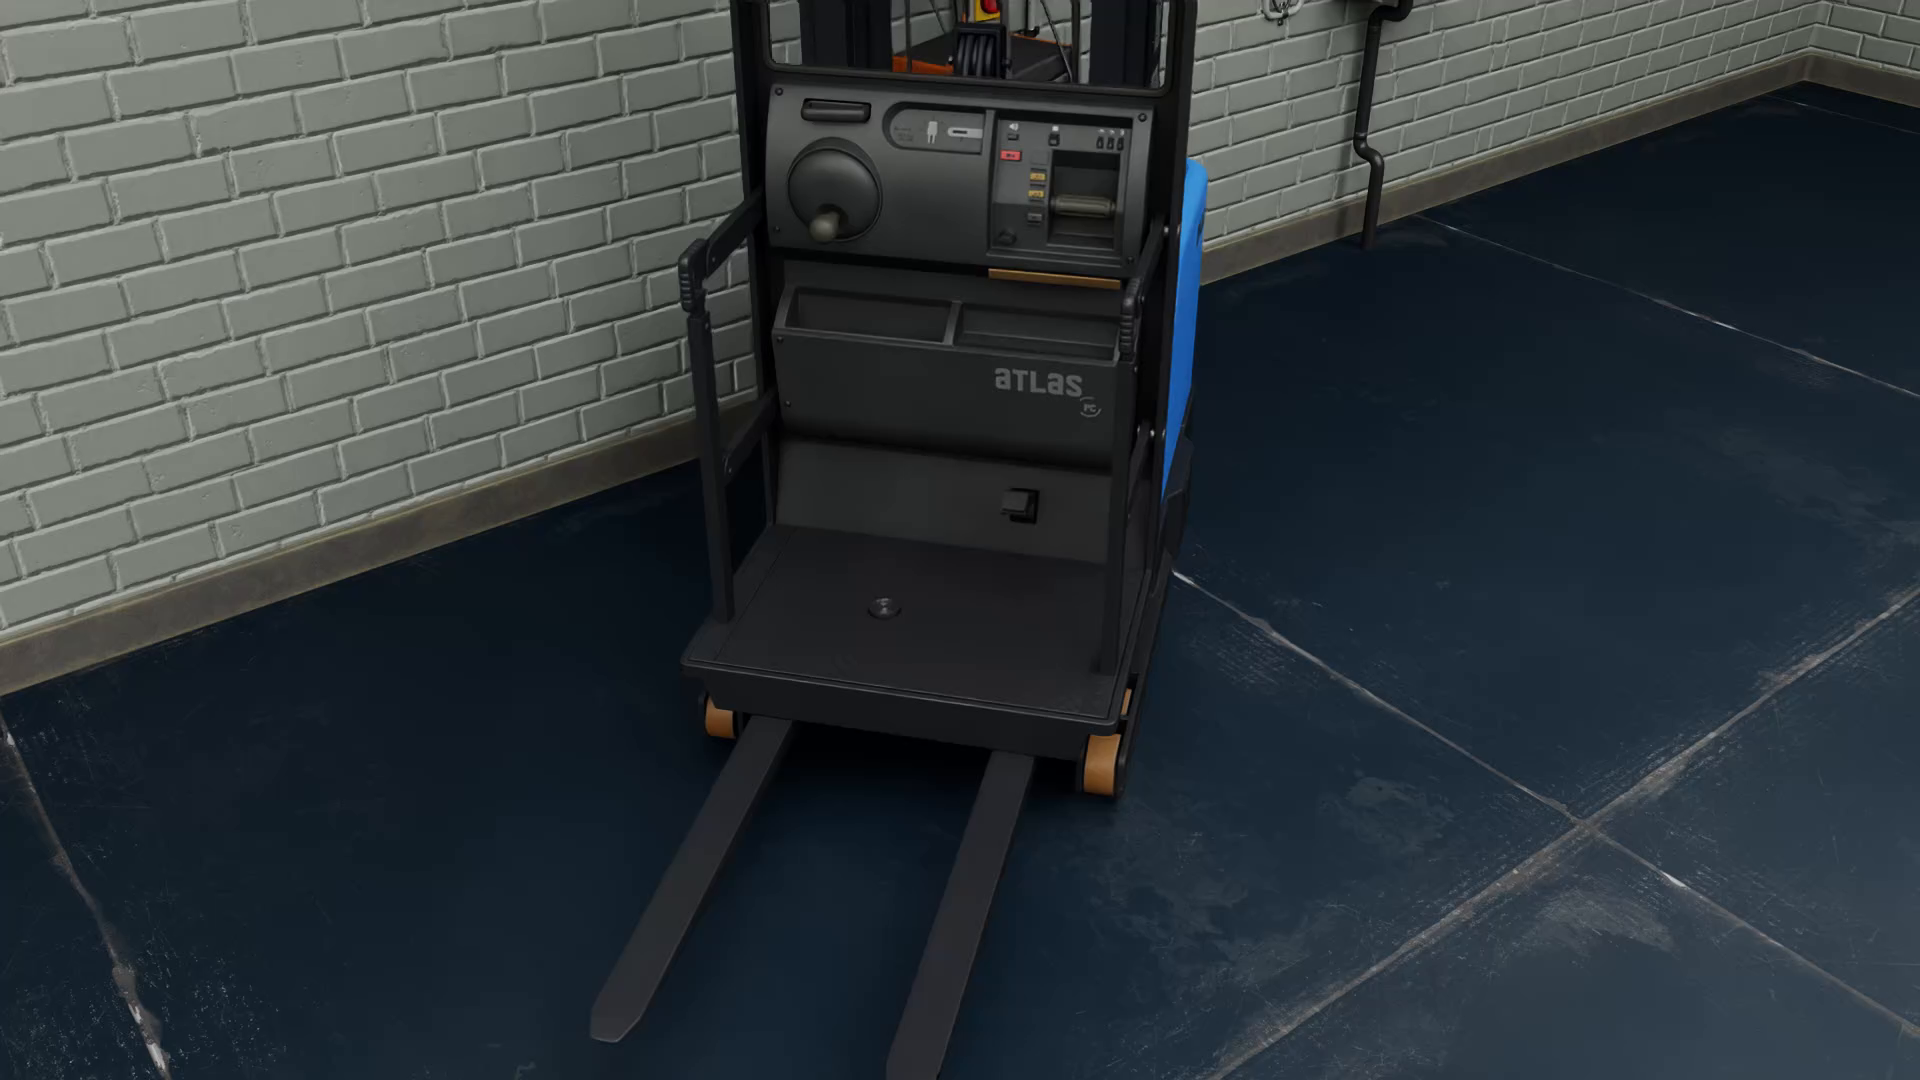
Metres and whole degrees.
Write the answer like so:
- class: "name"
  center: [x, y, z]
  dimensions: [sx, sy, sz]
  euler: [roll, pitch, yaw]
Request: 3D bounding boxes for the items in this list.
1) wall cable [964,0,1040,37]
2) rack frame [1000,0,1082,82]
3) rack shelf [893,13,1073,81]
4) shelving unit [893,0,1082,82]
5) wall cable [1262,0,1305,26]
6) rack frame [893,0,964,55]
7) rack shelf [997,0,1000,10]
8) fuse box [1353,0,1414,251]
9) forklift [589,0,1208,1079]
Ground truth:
- class: "wall cable"
  center: [0.077, -2.378, 5.243]
  dimensions: [0.585, 1.953, 0.123]
  euler: [-22, 38, -31]
- class: "rack frame"
  center: [0.273, -1.329, 5.356]
  dimensions: [0.015, 2.100, 0.400]
  euler: [22, 41, 33]
- class: "rack shelf"
  center: [0.085, -1.395, 5.498]
  dimensions: [0.480, 0.518, 0.431]
  euler: [22, 41, 33]
- class: "shelving unit"
  center: [0.084, -1.406, 5.490]
  dimensions: [0.503, 2.100, 0.431]
  euler: [22, 41, 33]
- class: "wall cable"
  center: [1.191, -2.828, 5.998]
  dimensions: [0.588, 1.984, 0.122]
  euler: [-22, 38, -31]
- class: "rack frame"
  center: [-0.104, -1.483, 5.625]
  dimensions: [0.015, 2.100, 0.400]
  euler: [22, 41, 33]
- class: "rack shelf"
  center: [0.048, -1.978, 5.112]
  dimensions: [0.480, 0.518, 0.431]
  euler: [22, 41, 33]
- class: "fuse box"
  center: [1.826, -2.004, 6.856]
  dimensions: [0.539, 1.711, 0.414]
  euler: [-22, 38, -31]
- class: "forklift"
  center: [-0.059, -0.818, 3.790]
  dimensions: [1.130, 2.935, 3.031]
  euler: [7, 33, 11]
